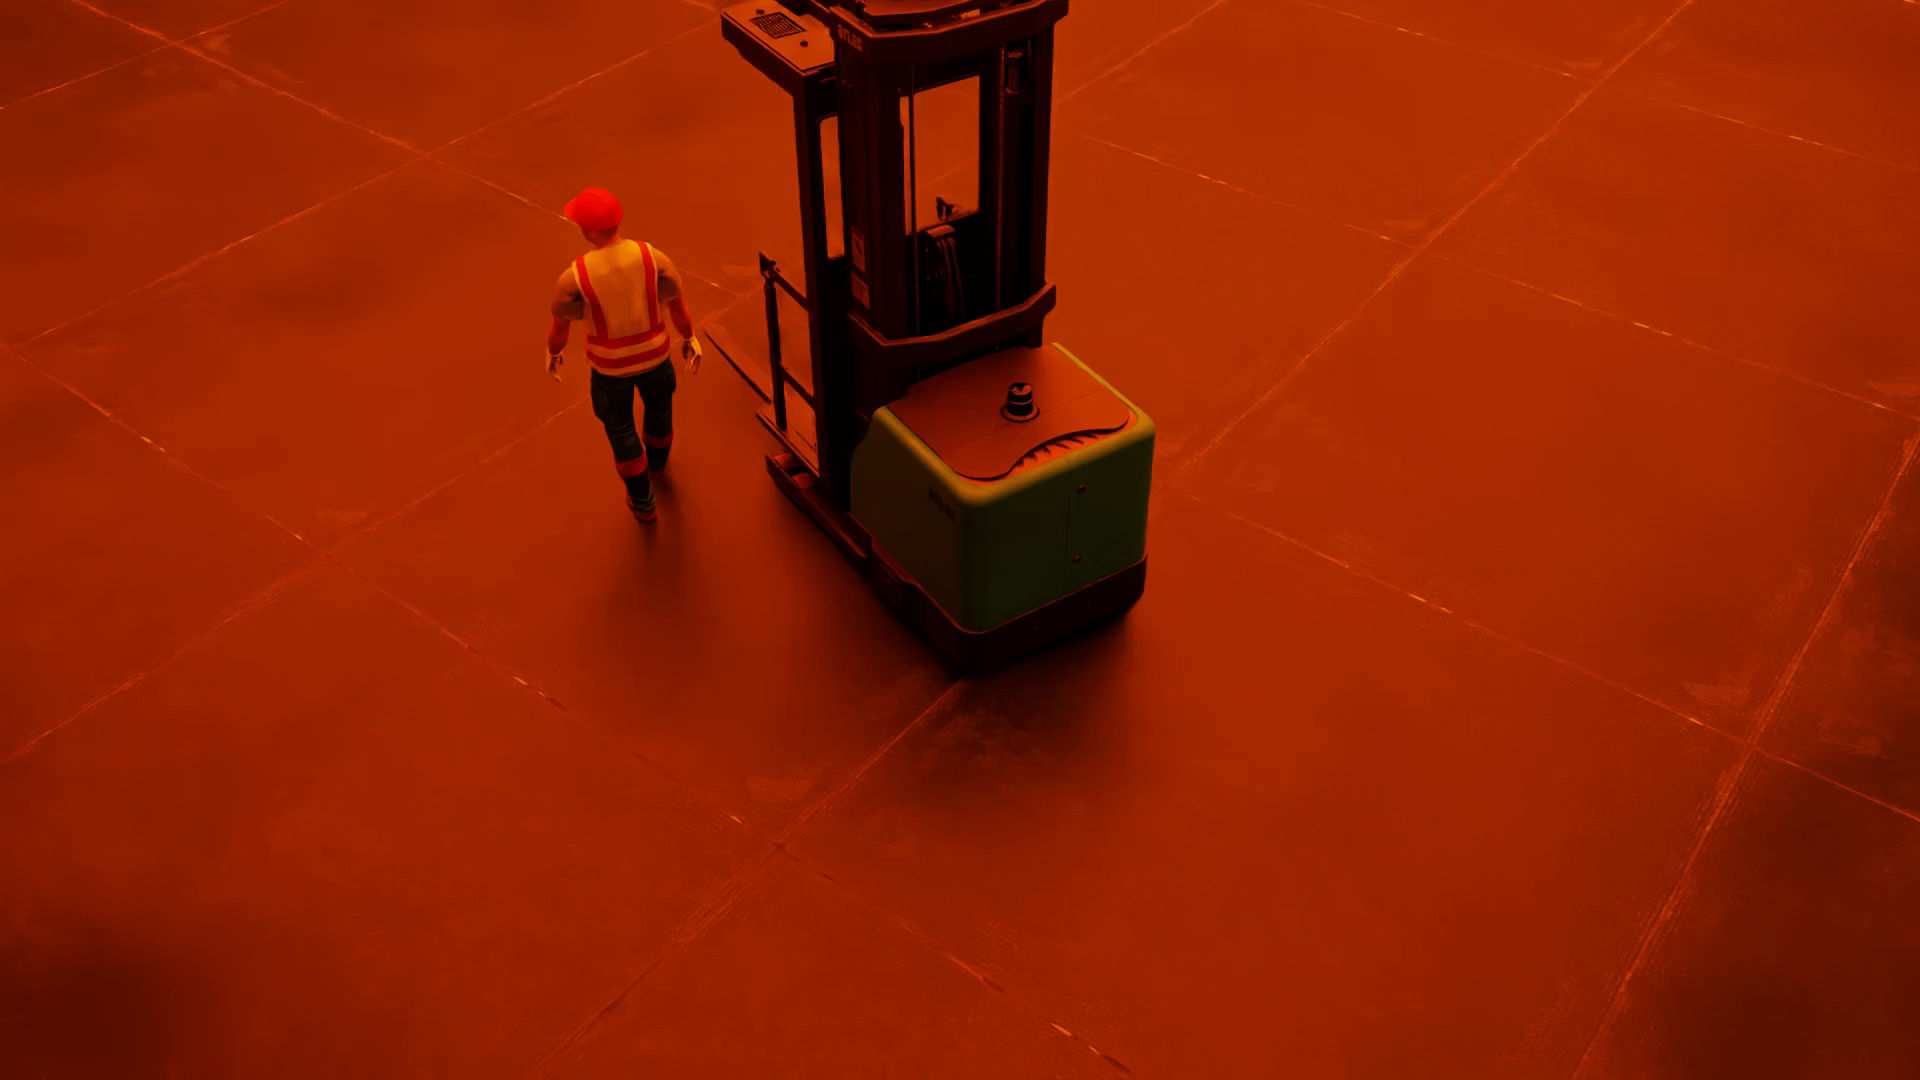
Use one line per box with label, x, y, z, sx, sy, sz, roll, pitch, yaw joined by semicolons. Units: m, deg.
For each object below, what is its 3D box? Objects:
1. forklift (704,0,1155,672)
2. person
forklift;-0.347;-1.446;7.770;1.130;2.935;3.031;-23;45;-24
person;-1.661;-0.951;8.089;0.733;1.777;0.614;-17;43;-19
